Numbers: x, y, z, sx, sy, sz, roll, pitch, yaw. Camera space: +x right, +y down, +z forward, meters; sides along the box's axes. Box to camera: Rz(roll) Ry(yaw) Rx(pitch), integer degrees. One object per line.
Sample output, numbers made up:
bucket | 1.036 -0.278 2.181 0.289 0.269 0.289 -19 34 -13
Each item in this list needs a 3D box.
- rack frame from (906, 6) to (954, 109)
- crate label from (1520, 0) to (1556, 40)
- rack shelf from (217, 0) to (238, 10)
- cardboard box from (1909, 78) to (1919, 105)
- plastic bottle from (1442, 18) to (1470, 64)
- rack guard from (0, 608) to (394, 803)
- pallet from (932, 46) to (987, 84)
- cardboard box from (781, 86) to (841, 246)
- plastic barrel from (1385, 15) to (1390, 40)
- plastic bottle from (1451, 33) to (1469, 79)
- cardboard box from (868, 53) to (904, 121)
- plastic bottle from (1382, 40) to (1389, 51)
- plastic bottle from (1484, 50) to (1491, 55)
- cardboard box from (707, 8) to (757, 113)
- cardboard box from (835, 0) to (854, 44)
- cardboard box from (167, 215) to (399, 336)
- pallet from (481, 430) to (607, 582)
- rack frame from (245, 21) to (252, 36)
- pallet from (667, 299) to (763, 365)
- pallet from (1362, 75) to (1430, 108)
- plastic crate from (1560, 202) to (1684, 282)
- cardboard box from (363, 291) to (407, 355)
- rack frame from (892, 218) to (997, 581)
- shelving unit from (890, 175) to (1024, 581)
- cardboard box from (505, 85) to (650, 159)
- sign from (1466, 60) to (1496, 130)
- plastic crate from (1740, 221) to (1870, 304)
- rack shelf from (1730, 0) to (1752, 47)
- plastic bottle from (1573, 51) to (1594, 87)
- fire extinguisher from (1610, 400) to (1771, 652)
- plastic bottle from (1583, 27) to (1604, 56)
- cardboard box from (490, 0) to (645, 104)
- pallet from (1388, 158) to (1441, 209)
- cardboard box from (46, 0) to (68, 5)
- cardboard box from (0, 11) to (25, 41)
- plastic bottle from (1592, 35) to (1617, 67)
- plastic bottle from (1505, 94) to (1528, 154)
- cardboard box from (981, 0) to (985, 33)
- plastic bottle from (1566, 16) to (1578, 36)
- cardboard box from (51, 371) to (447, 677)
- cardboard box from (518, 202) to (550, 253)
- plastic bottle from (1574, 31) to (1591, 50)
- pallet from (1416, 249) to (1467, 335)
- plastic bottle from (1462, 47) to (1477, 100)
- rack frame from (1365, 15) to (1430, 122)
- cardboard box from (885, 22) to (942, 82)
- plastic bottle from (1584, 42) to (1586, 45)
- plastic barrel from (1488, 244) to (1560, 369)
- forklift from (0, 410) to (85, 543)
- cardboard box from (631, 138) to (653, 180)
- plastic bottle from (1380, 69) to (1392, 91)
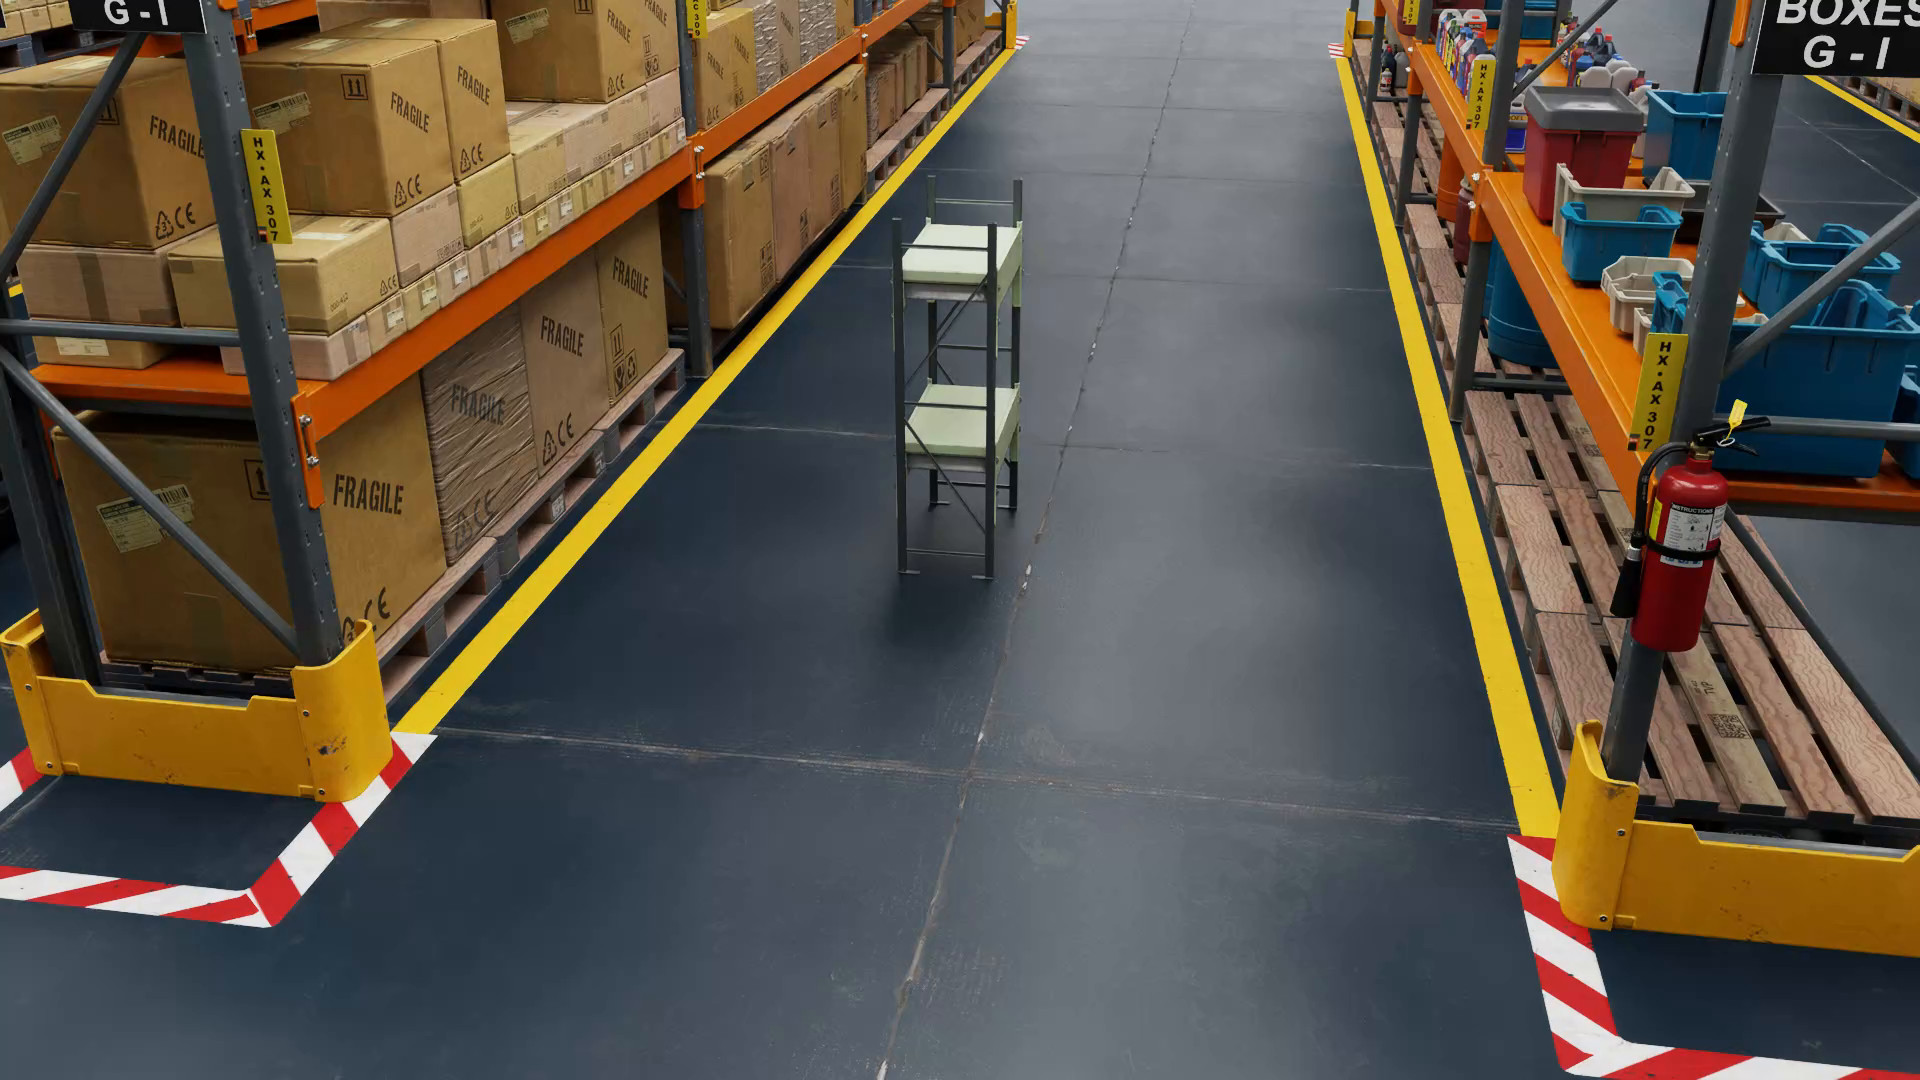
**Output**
rack frame | -0.563 -5.638 15.756 1.000 3.000 0.127 4 25 9
crate label | 4.109 -3.696 11.805 0.303 0.233 0.416 4 25 9
rack shelf | -2.197 -2.488 6.338 1.077 0.370 4.000 4 25 9
cardboard box | 9.070 -4.104 15.227 0.500 0.250 0.500 4 25 9
plastic bottle | 3.205 -3.213 10.723 0.152 0.276 0.135 4 25 9
rack guard | -2.528 0.523 5.542 1.175 0.500 0.348 4 25 9
pallet | -0.291 -5.170 18.046 1.003 0.211 1.213 4 25 9
cardboard box | -1.503 -2.533 11.135 1.225 0.875 0.875 4 25 9
plastic barrel | 4.945 -5.750 18.436 0.421 0.512 0.421 0 25 0
plastic bottle | 3.083 -2.972 10.212 0.097 0.271 0.097 0 25 0
cardboard box | -0.872 -4.017 14.724 0.700 0.500 0.500 2 25 4
plastic bottle | 4.229 -4.799 16.569 0.144 0.351 0.185 4 25 8
plastic bottle | 3.038 -2.697 9.624 0.097 0.271 0.097 0 25 0
cardboard box | -1.467 -2.723 9.410 0.500 0.500 0.500 4 25 9
cardboard box | -1.053 -3.786 11.683 0.500 0.500 0.500 5 26 10
cardboard box | -2.179 -0.868 5.392 0.500 0.250 0.500 3 25 7
pallet | -2.269 -0.205 7.438 1.003 0.211 1.213 4 25 9
rack frame | -6.093 -4.351 13.006 1.000 3.000 0.127 4 25 9
pallet | -1.818 -1.357 9.900 1.003 0.211 1.213 4 25 9
pallet | 4.475 -4.310 16.208 1.003 0.211 1.213 4 25 9
plastic crate | 2.445 -1.104 6.197 0.416 0.233 0.300 4 25 9
cardboard box | -2.100 -0.738 5.585 0.380 0.149 0.250 4 25 8
rack frame | -0.059 -0.529 6.611 0.400 1.500 0.023 4 25 9
shelving unit | 0.001 -0.682 6.938 0.431 1.500 0.755 4 25 9
cardboard box | -1.766 -1.939 7.681 0.500 0.250 0.500 5 26 10
sign | 2.474 -2.113 7.899 0.100 0.325 0.005 4 25 9
plastic crate | 2.992 -0.984 5.940 0.416 0.233 0.300 4 25 9
rack shelf | 2.689 -2.145 5.604 1.077 0.370 4.000 4 25 9
plastic bottle | 3.593 -2.680 9.589 0.097 0.271 0.097 0 25 0
fire extinguisher | 1.890 -0.040 4.329 0.296 0.674 0.183 4 25 9
plastic bottle | 3.771 -2.859 9.878 0.144 0.351 0.185 4 25 9
cardboard box | -1.767 -2.278 7.520 0.500 0.500 0.500 4 25 9
pallet | 3.835 -2.680 12.727 1.003 0.211 1.213 4 25 9
cardboard box | -6.019 -3.571 10.791 0.380 0.149 0.250 4 25 8
cardboard box | -6.102 -3.213 10.376 0.380 0.149 0.250 4 25 9
plastic bottle | 3.719 -2.726 9.593 0.144 0.351 0.185 4 25 9
plastic bottle | 2.762 -2.080 8.301 0.152 0.276 0.135 4 25 9
cardboard box | -0.028 -6.109 19.216 0.500 0.500 0.500 9 27 18
plastic bottle | 3.987 -3.274 10.843 0.061 0.283 0.133 4 25 9
cardboard box | -2.498 -0.120 5.979 0.875 0.875 0.875 4 25 9
cardboard box | -1.890 -1.274 6.730 0.380 0.149 0.250 3 25 7
plastic bottle | 3.887 -3.058 10.397 0.097 0.271 0.097 0 25 0
pallet | 3.381 -1.517 10.243 1.003 0.211 1.213 4 25 9
plastic bottle | 2.957 -2.700 9.618 0.061 0.283 0.133 4 25 9
rack frame | 4.324 -5.295 15.023 1.000 3.000 0.127 4 25 9
cardboard box | -0.458 -4.860 16.548 0.500 0.500 0.500 3 25 7
plastic bottle | 3.871 -2.986 10.325 0.097 0.201 0.097 0 25 0
plastic barrel | 3.122 -1.415 8.714 0.600 0.901 0.708 4 25 9
forklift | -4.679 -1.257 6.478 1.130 2.935 3.031 3 25 7
cardboard box | -1.681 -1.813 7.881 0.380 0.149 0.250 4 25 8
plastic bottle | 4.076 -4.400 15.893 0.097 0.201 0.097 0 25 0
